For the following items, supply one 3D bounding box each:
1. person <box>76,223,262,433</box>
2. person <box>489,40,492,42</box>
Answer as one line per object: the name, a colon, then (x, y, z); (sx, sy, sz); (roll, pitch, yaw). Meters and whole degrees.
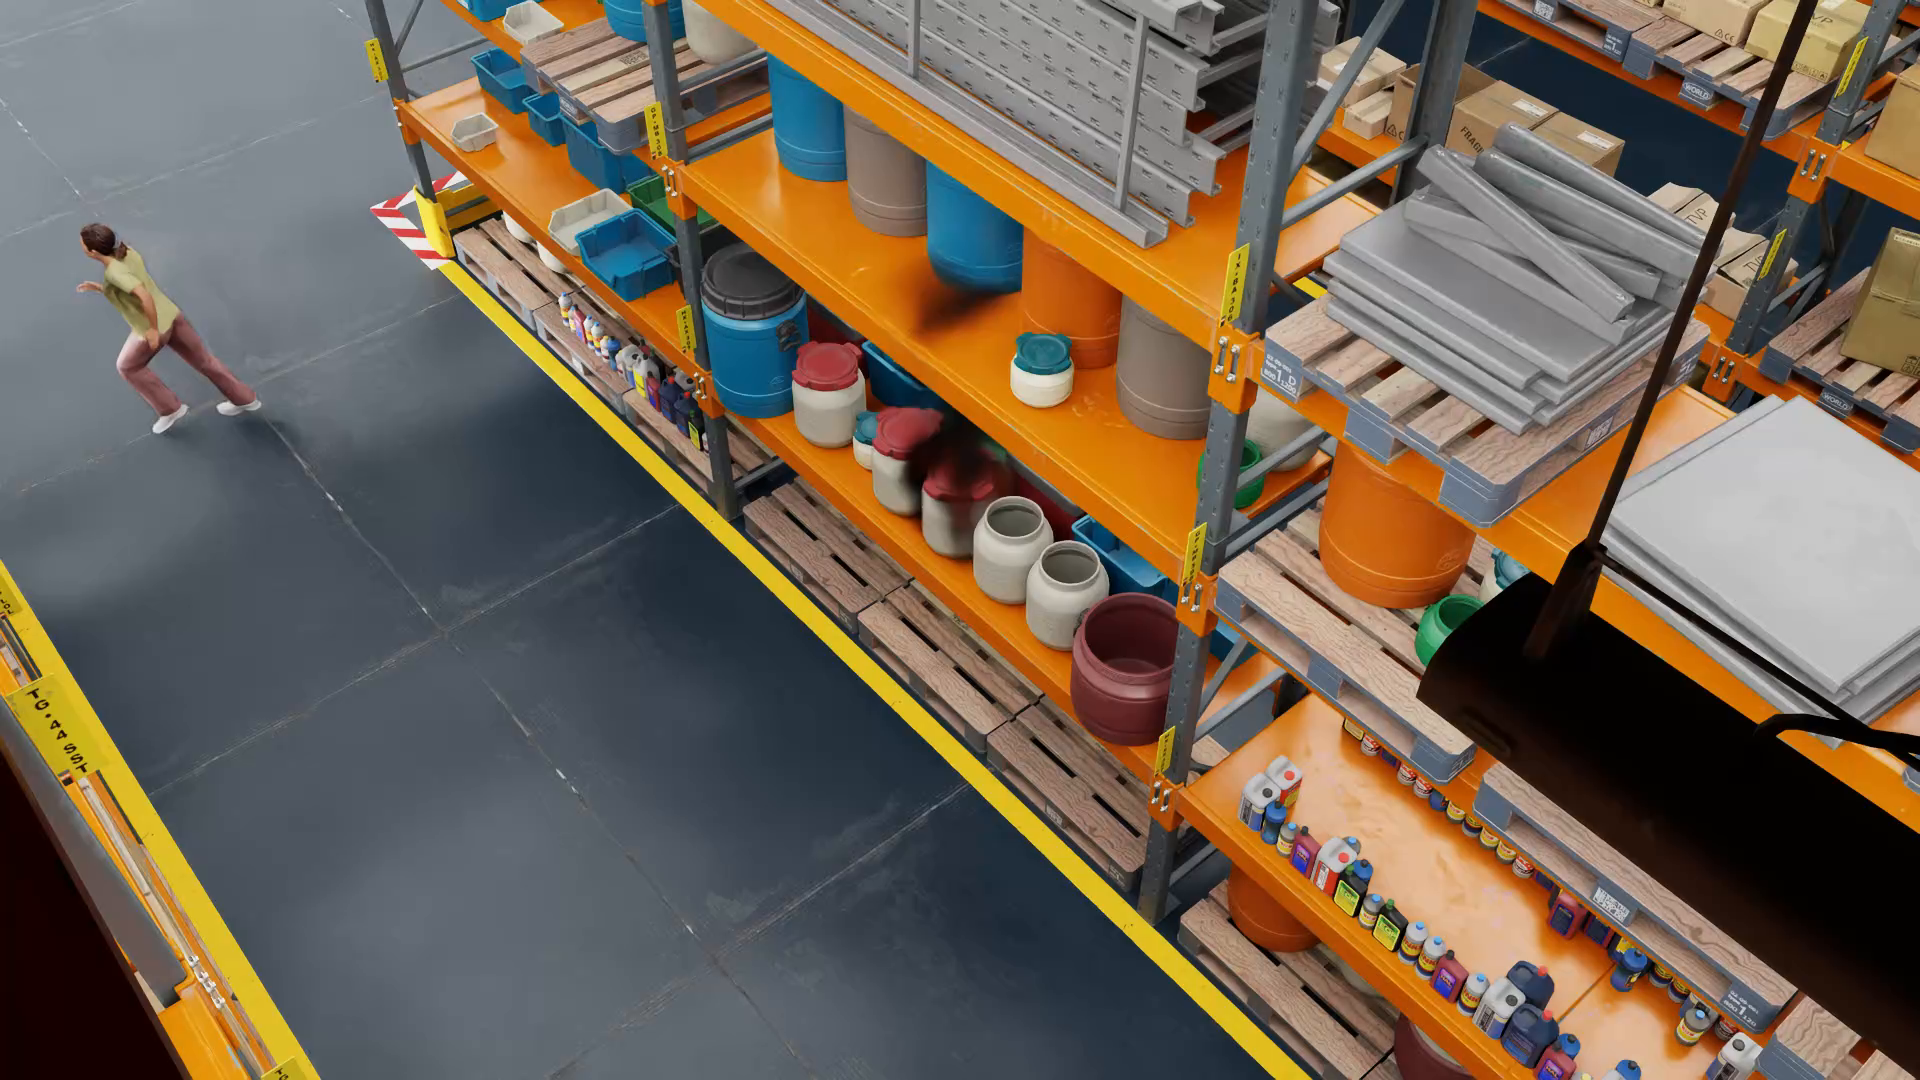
person: (-5.407, -1.425, 11.225); (0.940, 1.631, 0.577); (2, 47, 2)
person: (-3.936, -5.236, 14.836); (0.894, 1.678, 0.642); (-11, 48, -10)
